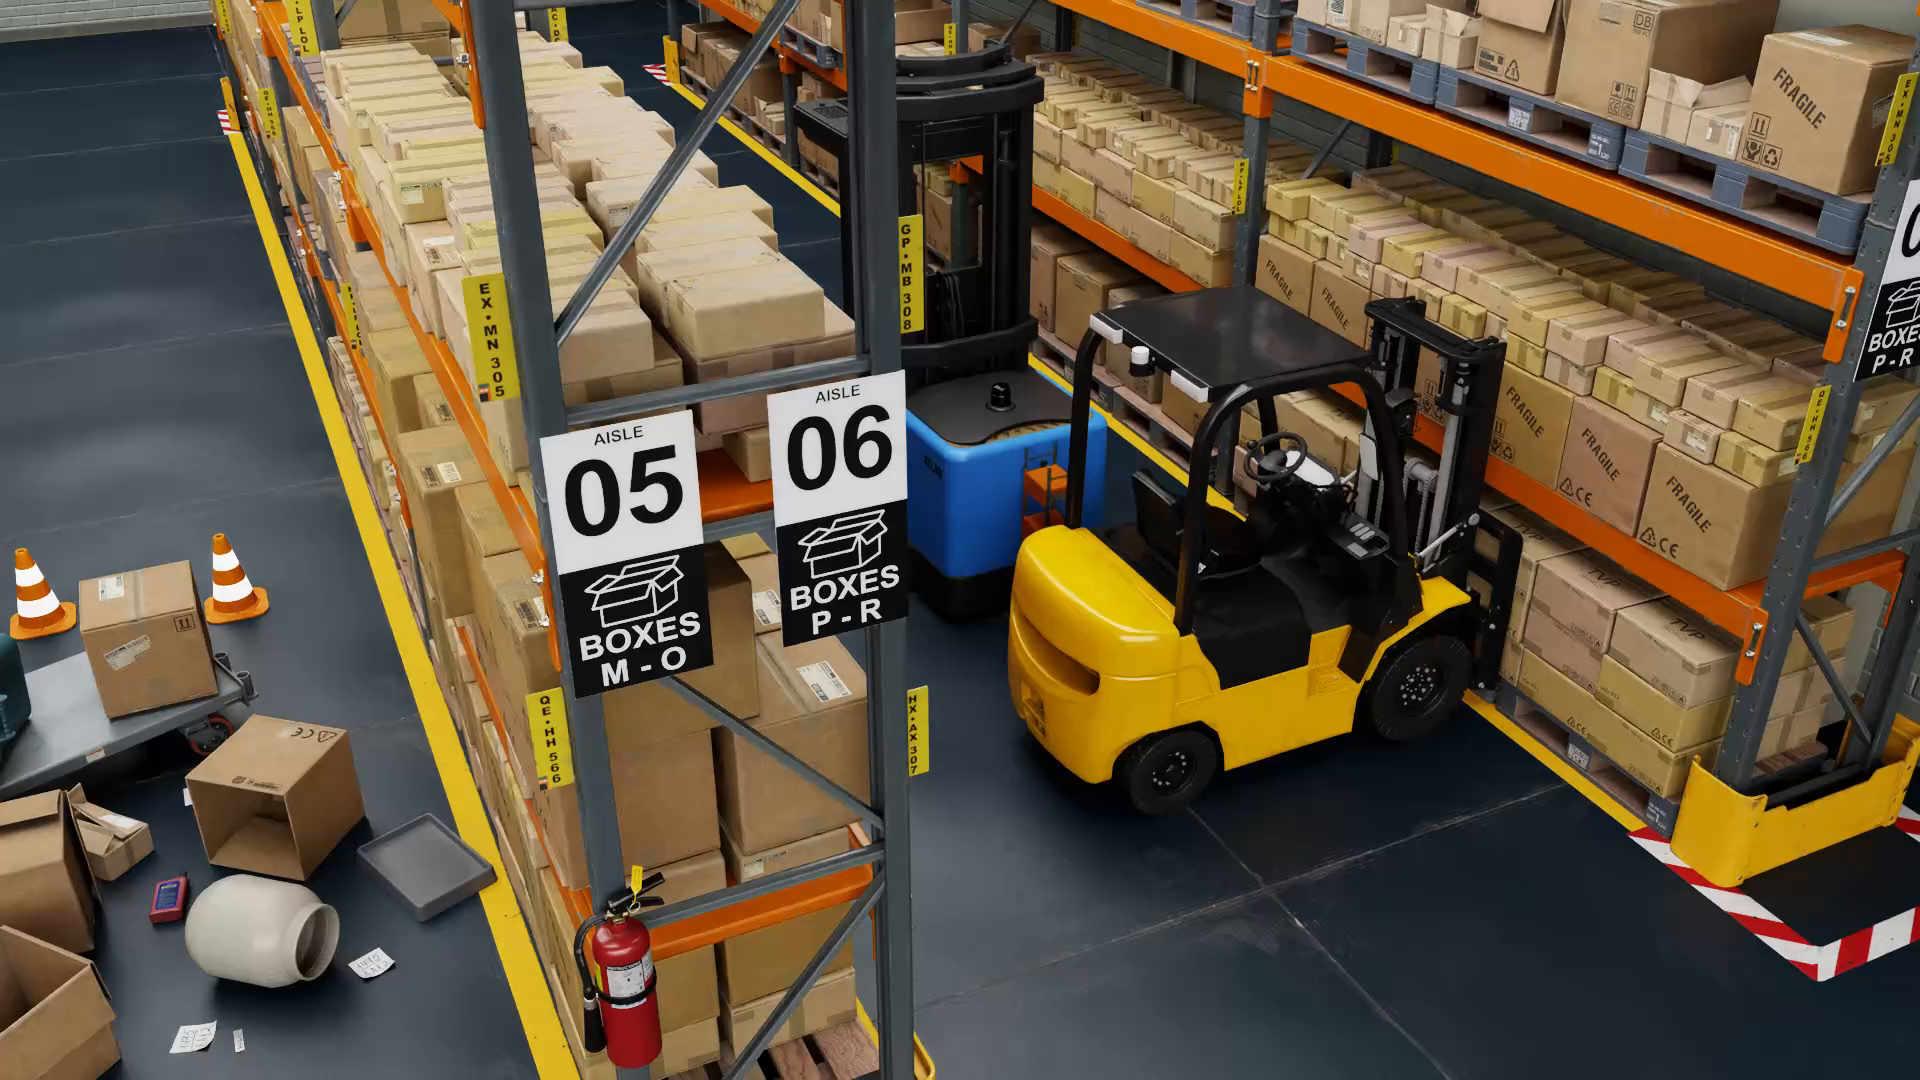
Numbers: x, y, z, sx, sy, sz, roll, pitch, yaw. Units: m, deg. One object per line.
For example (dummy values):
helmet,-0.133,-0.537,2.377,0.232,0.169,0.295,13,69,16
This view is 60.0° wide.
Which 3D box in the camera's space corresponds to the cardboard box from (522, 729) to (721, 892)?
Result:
cardboard box,-1.117,0.739,5.432,0.500,0.500,0.500,-14,32,-23

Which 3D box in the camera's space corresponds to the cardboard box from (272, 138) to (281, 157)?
cardboard box,-4.730,-2.978,12.110,0.500,0.250,0.500,-14,32,-23

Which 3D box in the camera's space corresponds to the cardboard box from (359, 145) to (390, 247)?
cardboard box,-1.977,-1.344,6.334,0.500,0.250,0.500,-13,32,-22

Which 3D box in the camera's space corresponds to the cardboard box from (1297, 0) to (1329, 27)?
cardboard box,2.048,-2.880,8.950,0.380,0.149,0.250,-12,32,-21

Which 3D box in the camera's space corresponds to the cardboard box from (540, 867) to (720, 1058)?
cardboard box,-1.214,1.484,6.124,0.500,0.500,0.500,-13,32,-22

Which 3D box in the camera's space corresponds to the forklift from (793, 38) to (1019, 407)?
forklift,-0.284,-1.550,9.990,1.121,2.935,3.031,-14,32,-24

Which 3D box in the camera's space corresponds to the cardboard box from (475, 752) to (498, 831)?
cardboard box,-1.873,1.128,7.526,0.500,0.250,0.500,-14,32,-23

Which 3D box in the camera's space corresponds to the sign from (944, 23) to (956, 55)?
sign,-0.074,-3.836,12.894,0.100,0.325,0.005,-13,32,-22

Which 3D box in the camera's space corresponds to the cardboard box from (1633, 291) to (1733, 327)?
cardboard box,3.459,-1.059,7.975,0.380,0.149,0.250,-12,31,-20

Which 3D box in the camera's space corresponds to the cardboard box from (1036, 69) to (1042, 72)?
cardboard box,0.399,-3.490,12.614,0.380,0.149,0.250,-12,32,-21

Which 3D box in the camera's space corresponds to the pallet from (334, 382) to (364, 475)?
pallet,-3.735,-0.878,11.572,1.003,0.211,1.213,-13,32,-22

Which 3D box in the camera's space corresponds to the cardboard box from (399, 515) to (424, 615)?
cardboard box,-2.580,0.059,9.308,0.950,0.372,0.625,-13,32,-21

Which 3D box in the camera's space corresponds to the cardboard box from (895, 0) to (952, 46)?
cardboard box,-0.456,-4.394,14.457,0.797,0.503,0.637,-14,32,-23

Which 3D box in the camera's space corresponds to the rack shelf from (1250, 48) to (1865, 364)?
rack shelf,2.988,-1.828,8.084,1.077,0.370,4.000,-13,32,-22

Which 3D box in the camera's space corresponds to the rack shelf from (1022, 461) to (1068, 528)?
rack shelf,0.492,-0.243,9.015,0.215,0.259,0.240,-14,35,-24

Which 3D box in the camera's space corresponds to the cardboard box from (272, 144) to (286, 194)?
cardboard box,-4.755,-2.765,12.241,0.500,0.250,0.500,-13,32,-21

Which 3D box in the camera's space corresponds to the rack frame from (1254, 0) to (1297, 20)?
rack frame,2.129,-4.333,8.750,1.000,3.000,0.127,-13,32,-22

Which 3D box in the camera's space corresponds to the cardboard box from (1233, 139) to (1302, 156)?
cardboard box,1.998,-2.483,10.819,0.380,0.149,0.250,-13,32,-22

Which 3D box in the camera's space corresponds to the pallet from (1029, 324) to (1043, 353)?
pallet,0.730,-1.895,13.387,1.003,0.211,1.213,-13,32,-22

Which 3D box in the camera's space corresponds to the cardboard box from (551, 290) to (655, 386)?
cardboard box,-1.047,-0.540,4.493,0.380,0.149,0.250,-13,32,-22

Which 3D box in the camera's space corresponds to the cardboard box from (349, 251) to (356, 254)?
cardboard box,-2.758,-1.185,8.434,0.500,0.500,0.500,-14,32,-23

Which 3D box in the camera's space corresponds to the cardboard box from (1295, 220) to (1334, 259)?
cardboard box,2.141,-1.733,9.481,0.380,0.149,0.250,-12,32,-21

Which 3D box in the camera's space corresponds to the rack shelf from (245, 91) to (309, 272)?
rack shelf,-4.928,-3.009,13.258,1.077,0.370,4.000,-13,32,-22

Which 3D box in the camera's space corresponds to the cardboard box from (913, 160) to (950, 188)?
cardboard box,-0.174,-3.138,14.216,0.380,0.149,0.250,-15,33,-25

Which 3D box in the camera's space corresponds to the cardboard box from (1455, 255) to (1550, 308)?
cardboard box,2.746,-1.311,8.424,0.380,0.149,0.250,-13,32,-22

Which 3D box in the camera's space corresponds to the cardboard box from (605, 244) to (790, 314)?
cardboard box,-0.818,-0.781,5.331,0.500,0.250,0.500,-14,32,-23

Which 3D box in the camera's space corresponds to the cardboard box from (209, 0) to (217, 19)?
cardboard box,-7.557,-5.745,17.299,0.500,0.500,0.500,-13,32,-22

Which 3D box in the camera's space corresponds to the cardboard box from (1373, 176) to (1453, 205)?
cardboard box,2.609,-1.976,9.610,0.380,0.149,0.250,-14,32,-23

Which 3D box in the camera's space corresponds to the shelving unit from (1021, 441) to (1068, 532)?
shelving unit,0.487,-0.009,9.157,0.215,1.050,0.252,-14,35,-24

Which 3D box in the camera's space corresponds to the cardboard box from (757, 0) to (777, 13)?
cardboard box,-1.744,-5.488,16.793,0.500,0.250,0.500,-12,32,-21

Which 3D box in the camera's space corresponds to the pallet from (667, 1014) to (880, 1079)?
pallet,-0.984,1.911,6.599,1.003,0.211,1.213,-13,32,-22

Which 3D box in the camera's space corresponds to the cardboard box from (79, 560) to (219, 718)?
cardboard box,-3.947,0.474,8.091,0.500,0.500,0.500,-13,32,-22

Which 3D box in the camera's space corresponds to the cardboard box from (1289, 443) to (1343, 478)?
cardboard box,2.276,-0.418,9.772,0.500,0.250,0.500,-13,32,-22

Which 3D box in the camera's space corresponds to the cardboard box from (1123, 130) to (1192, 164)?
cardboard box,1.309,-2.594,11.016,0.380,0.149,0.250,-14,32,-23

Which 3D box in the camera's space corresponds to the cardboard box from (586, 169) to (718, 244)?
cardboard box,-1.011,-1.099,5.491,0.380,0.149,0.250,-13,32,-22

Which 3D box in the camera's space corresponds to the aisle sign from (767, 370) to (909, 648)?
aisle sign,-0.328,-0.077,4.636,0.394,0.787,0.004,-13,32,-22

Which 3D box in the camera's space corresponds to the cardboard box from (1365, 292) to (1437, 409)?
cardboard box,2.541,-1.059,8.943,0.500,0.500,0.500,-13,32,-22

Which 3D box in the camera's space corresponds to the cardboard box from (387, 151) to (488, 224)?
cardboard box,-1.736,-1.210,5.688,0.380,0.149,0.250,-12,32,-21

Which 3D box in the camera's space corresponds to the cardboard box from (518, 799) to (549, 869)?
cardboard box,-1.433,1.053,6.230,0.380,0.149,0.250,-12,31,-21

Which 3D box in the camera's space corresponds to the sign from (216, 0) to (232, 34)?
sign,-6.287,-4.501,14.217,0.100,0.325,0.005,-13,32,-22

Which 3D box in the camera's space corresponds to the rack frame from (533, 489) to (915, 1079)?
rack frame,-0.635,1.094,5.204,1.000,3.000,0.127,-13,32,-22

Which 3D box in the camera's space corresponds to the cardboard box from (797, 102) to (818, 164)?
cardboard box,-1.301,-4.082,16.562,0.500,0.500,0.500,-12,31,-20

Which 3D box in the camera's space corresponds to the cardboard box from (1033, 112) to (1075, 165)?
cardboard box,0.804,-2.932,12.028,0.500,0.250,0.500,-14,32,-23

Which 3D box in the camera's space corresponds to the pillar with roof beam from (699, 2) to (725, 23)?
pillar with roof beam,-7.254,-10.110,19.052,9.100,9.000,0.400,-13,32,-22

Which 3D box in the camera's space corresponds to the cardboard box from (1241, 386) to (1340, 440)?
cardboard box,2.054,-0.857,10.044,0.500,0.250,0.500,-14,32,-23

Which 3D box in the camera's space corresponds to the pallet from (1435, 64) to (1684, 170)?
pallet,3.039,-2.077,7.883,1.003,0.211,1.213,-13,32,-22

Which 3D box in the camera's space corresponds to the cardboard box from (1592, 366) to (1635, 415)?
cardboard box,3.156,-0.716,7.668,0.380,0.149,0.250,-13,32,-22

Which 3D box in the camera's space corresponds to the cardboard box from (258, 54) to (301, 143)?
cardboard box,-4.528,-3.093,11.547,0.500,0.500,0.500,-14,32,-23

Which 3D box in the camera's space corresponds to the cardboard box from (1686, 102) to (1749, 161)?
cardboard box,3.216,-1.677,6.806,0.380,0.149,0.250,-14,32,-23

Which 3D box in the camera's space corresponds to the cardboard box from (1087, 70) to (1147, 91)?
cardboard box,1.172,-3.396,12.446,0.380,0.149,0.250,-14,32,-23

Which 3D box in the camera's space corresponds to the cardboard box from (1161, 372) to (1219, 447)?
cardboard box,1.895,-1.092,11.102,0.875,0.625,0.625,-12,31,-20

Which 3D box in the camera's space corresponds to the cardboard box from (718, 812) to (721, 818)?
cardboard box,-0.715,0.902,5.805,0.380,0.149,0.250,-13,32,-21

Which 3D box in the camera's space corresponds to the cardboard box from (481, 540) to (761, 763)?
cardboard box,-1.051,0.305,5.183,0.700,0.500,0.500,-14,32,-23
